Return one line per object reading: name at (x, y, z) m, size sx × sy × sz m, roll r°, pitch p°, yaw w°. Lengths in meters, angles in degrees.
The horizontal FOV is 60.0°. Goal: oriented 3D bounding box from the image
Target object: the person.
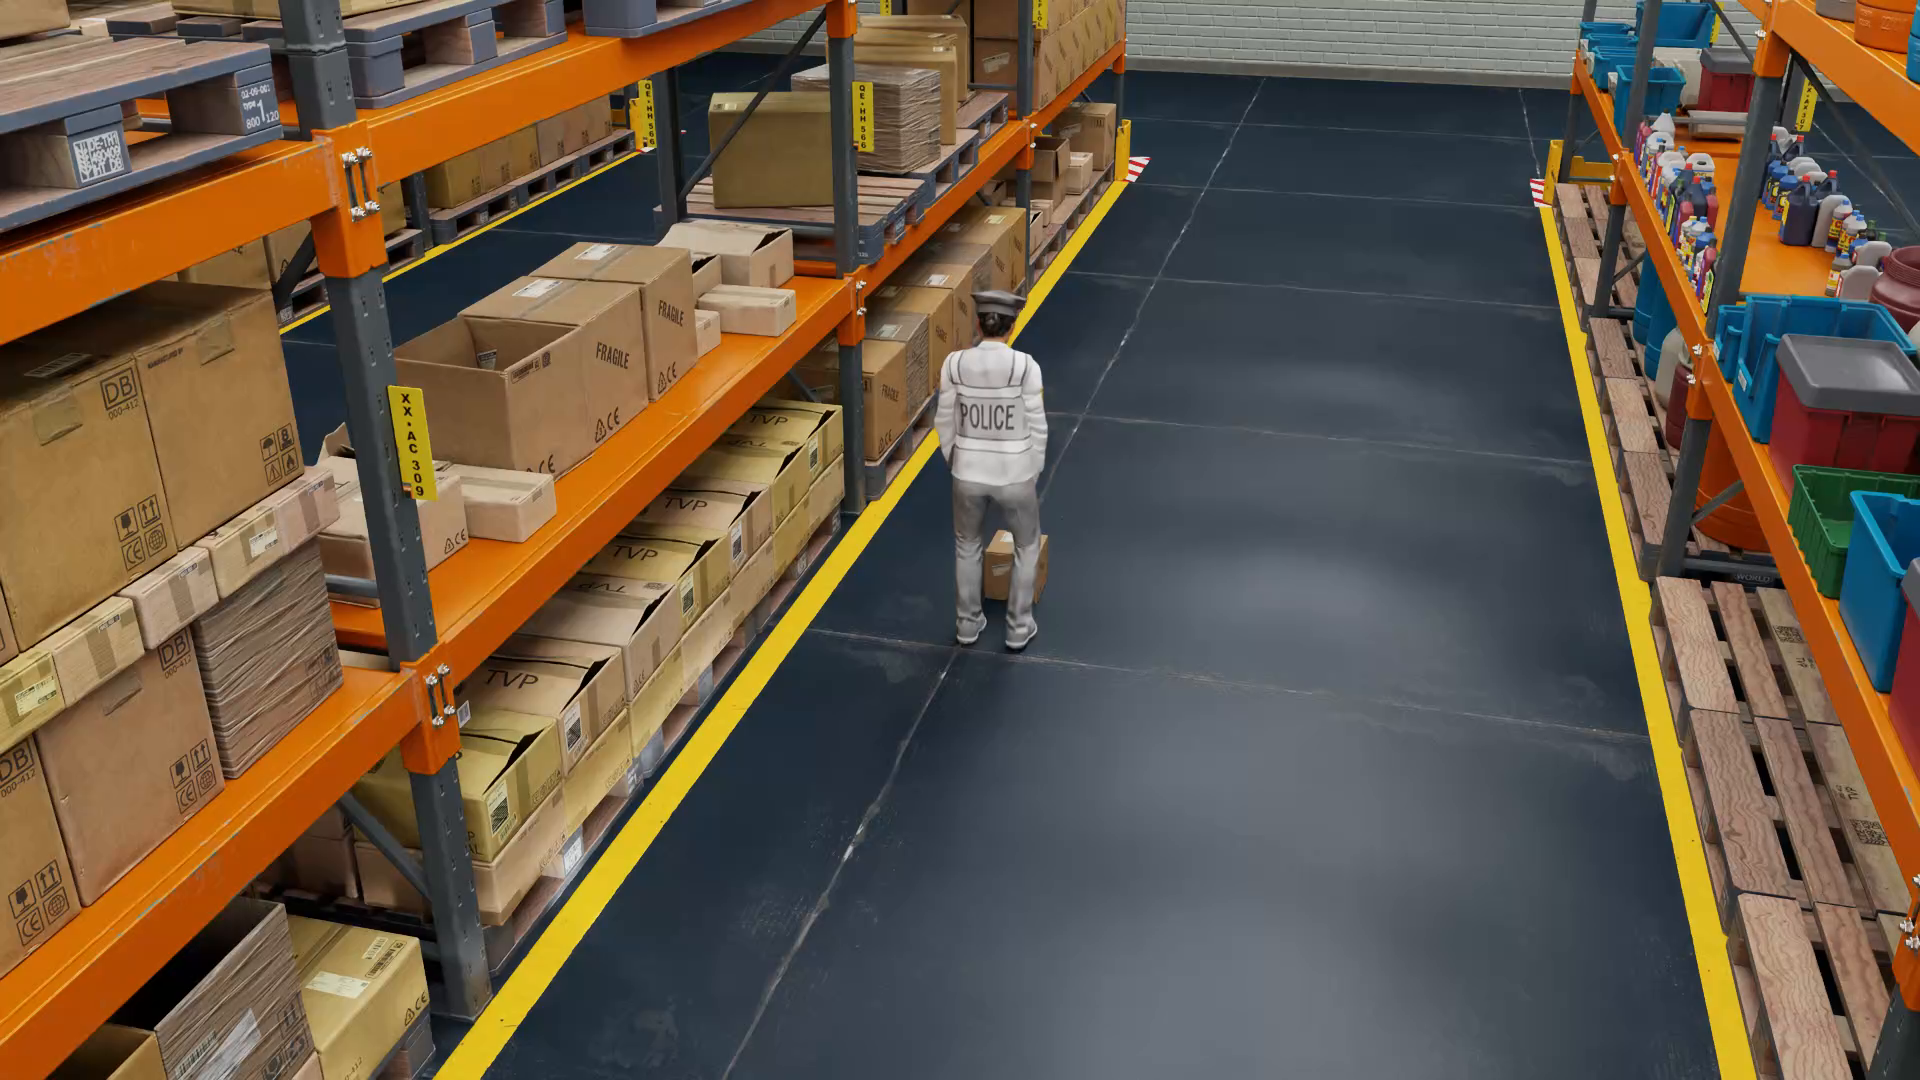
person at (0.137, -0.295, 7.299) m, size 0.504 × 1.616 × 0.465 m, roll 7°, pitch 26°, yaw 14°
